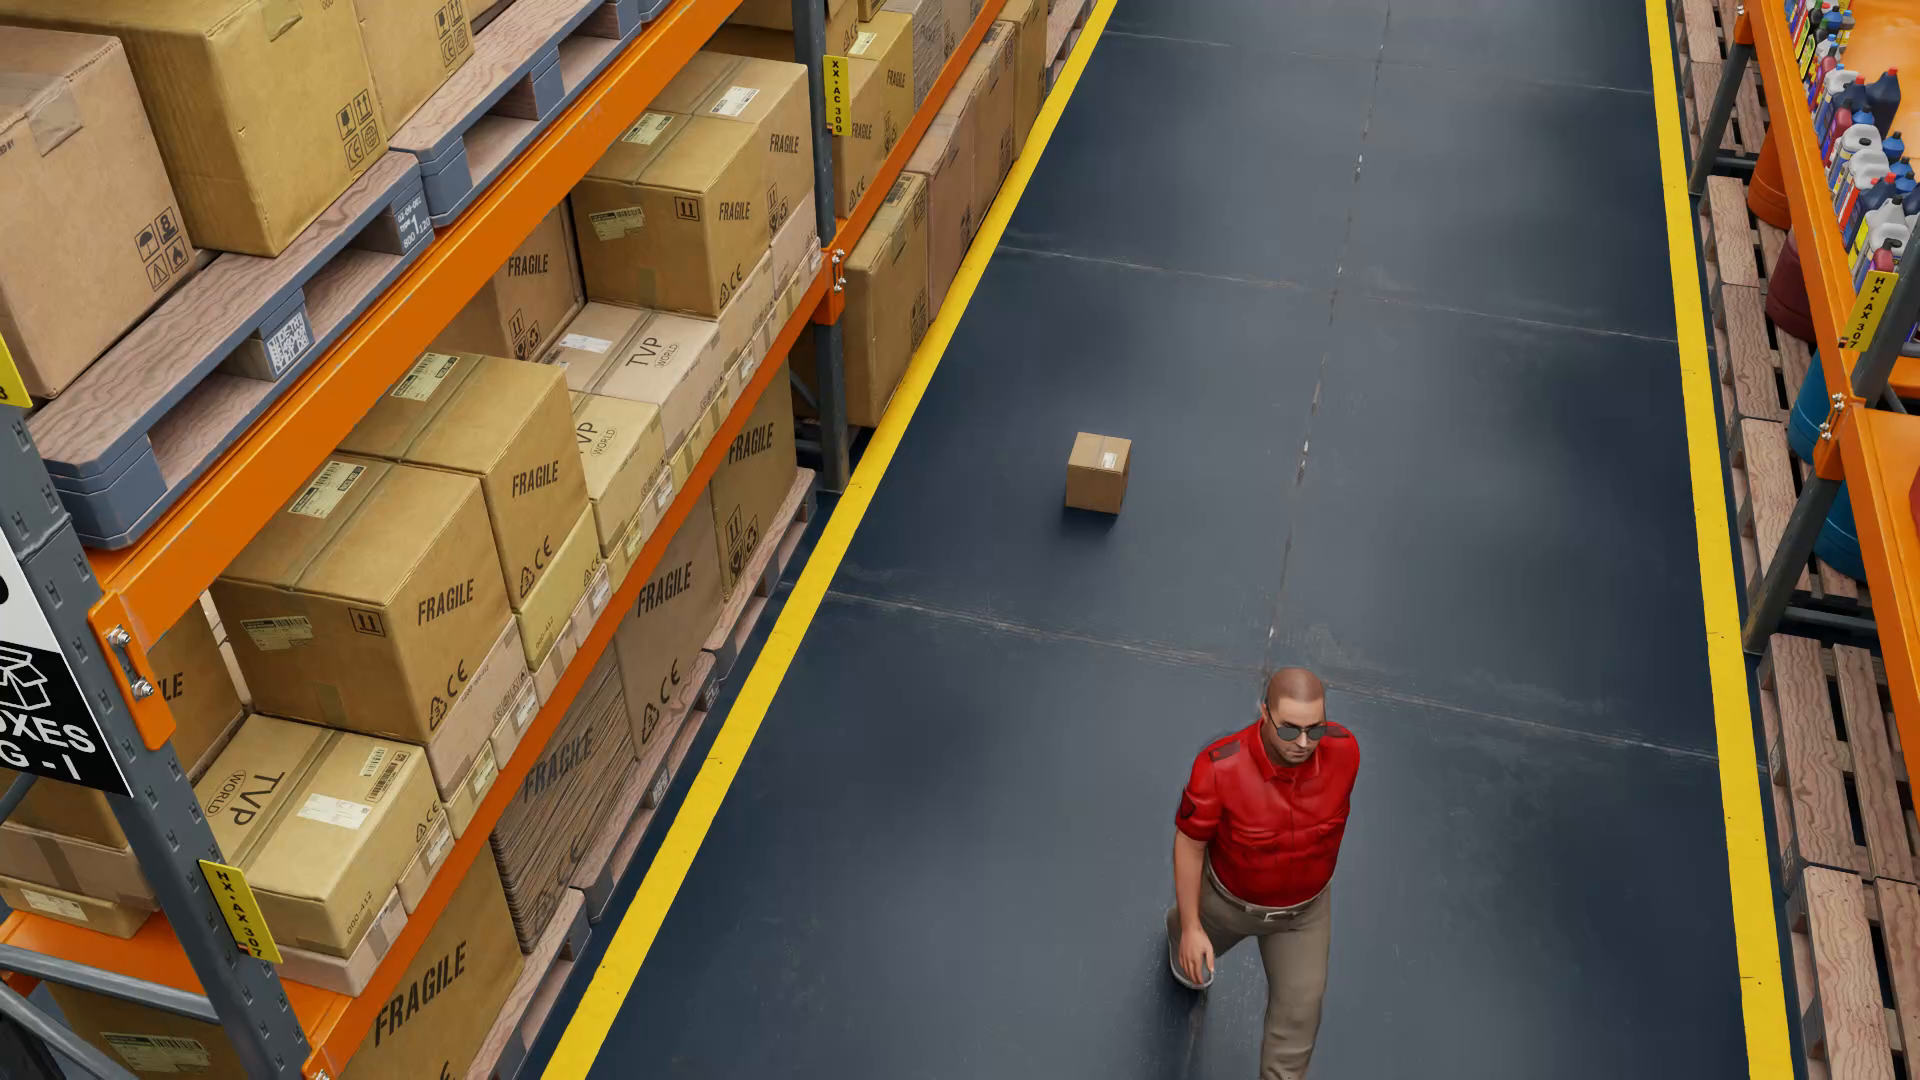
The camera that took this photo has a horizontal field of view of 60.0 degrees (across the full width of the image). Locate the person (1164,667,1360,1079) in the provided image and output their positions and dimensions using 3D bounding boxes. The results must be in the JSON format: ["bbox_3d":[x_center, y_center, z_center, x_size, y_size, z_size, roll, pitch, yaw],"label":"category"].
[{"bbox_3d":[0.891,1.054,4.948,0.561,1.673,1.035,-5,41,-6],"label":"person"}]
